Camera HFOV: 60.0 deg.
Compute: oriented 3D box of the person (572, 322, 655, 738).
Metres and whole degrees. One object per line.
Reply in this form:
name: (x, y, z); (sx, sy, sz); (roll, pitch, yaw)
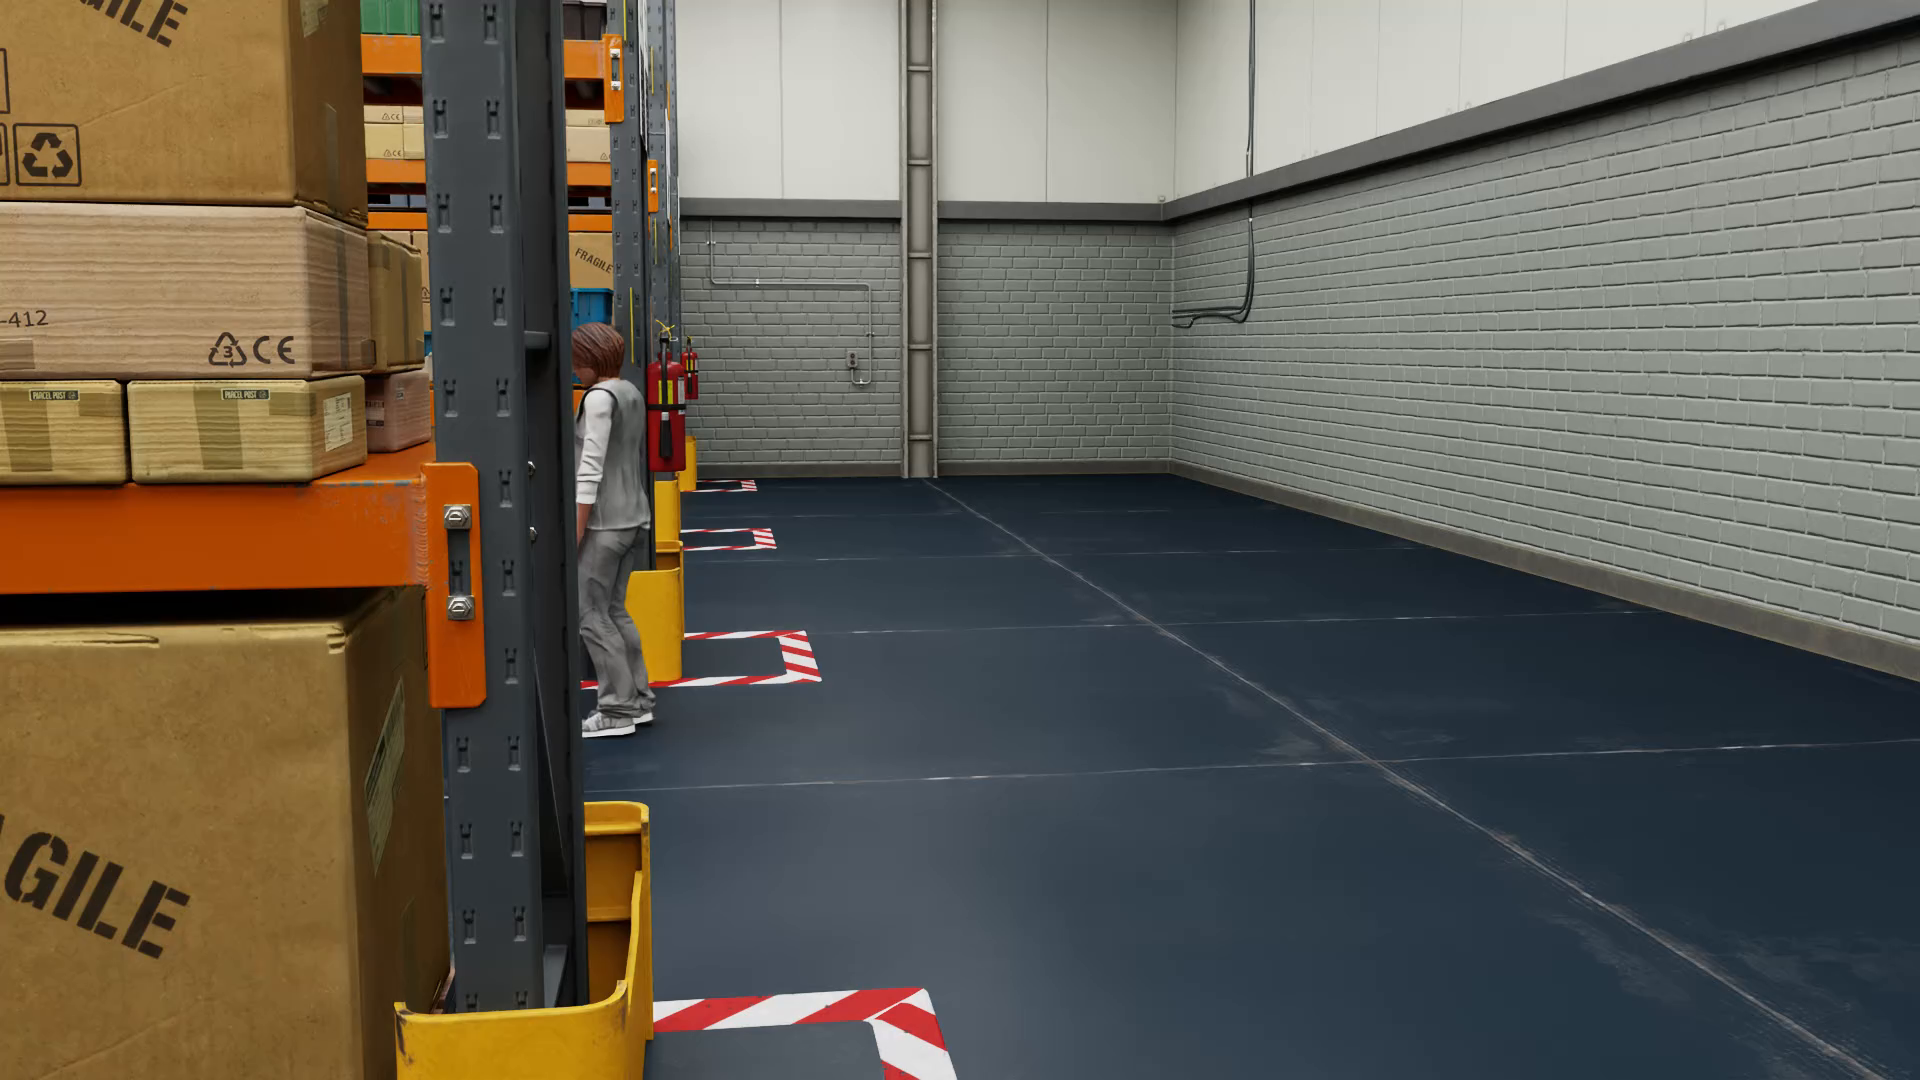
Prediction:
person: (-1.359, -0.036, 6.397); (0.307, 1.595, 0.409); (1, 7, 7)
